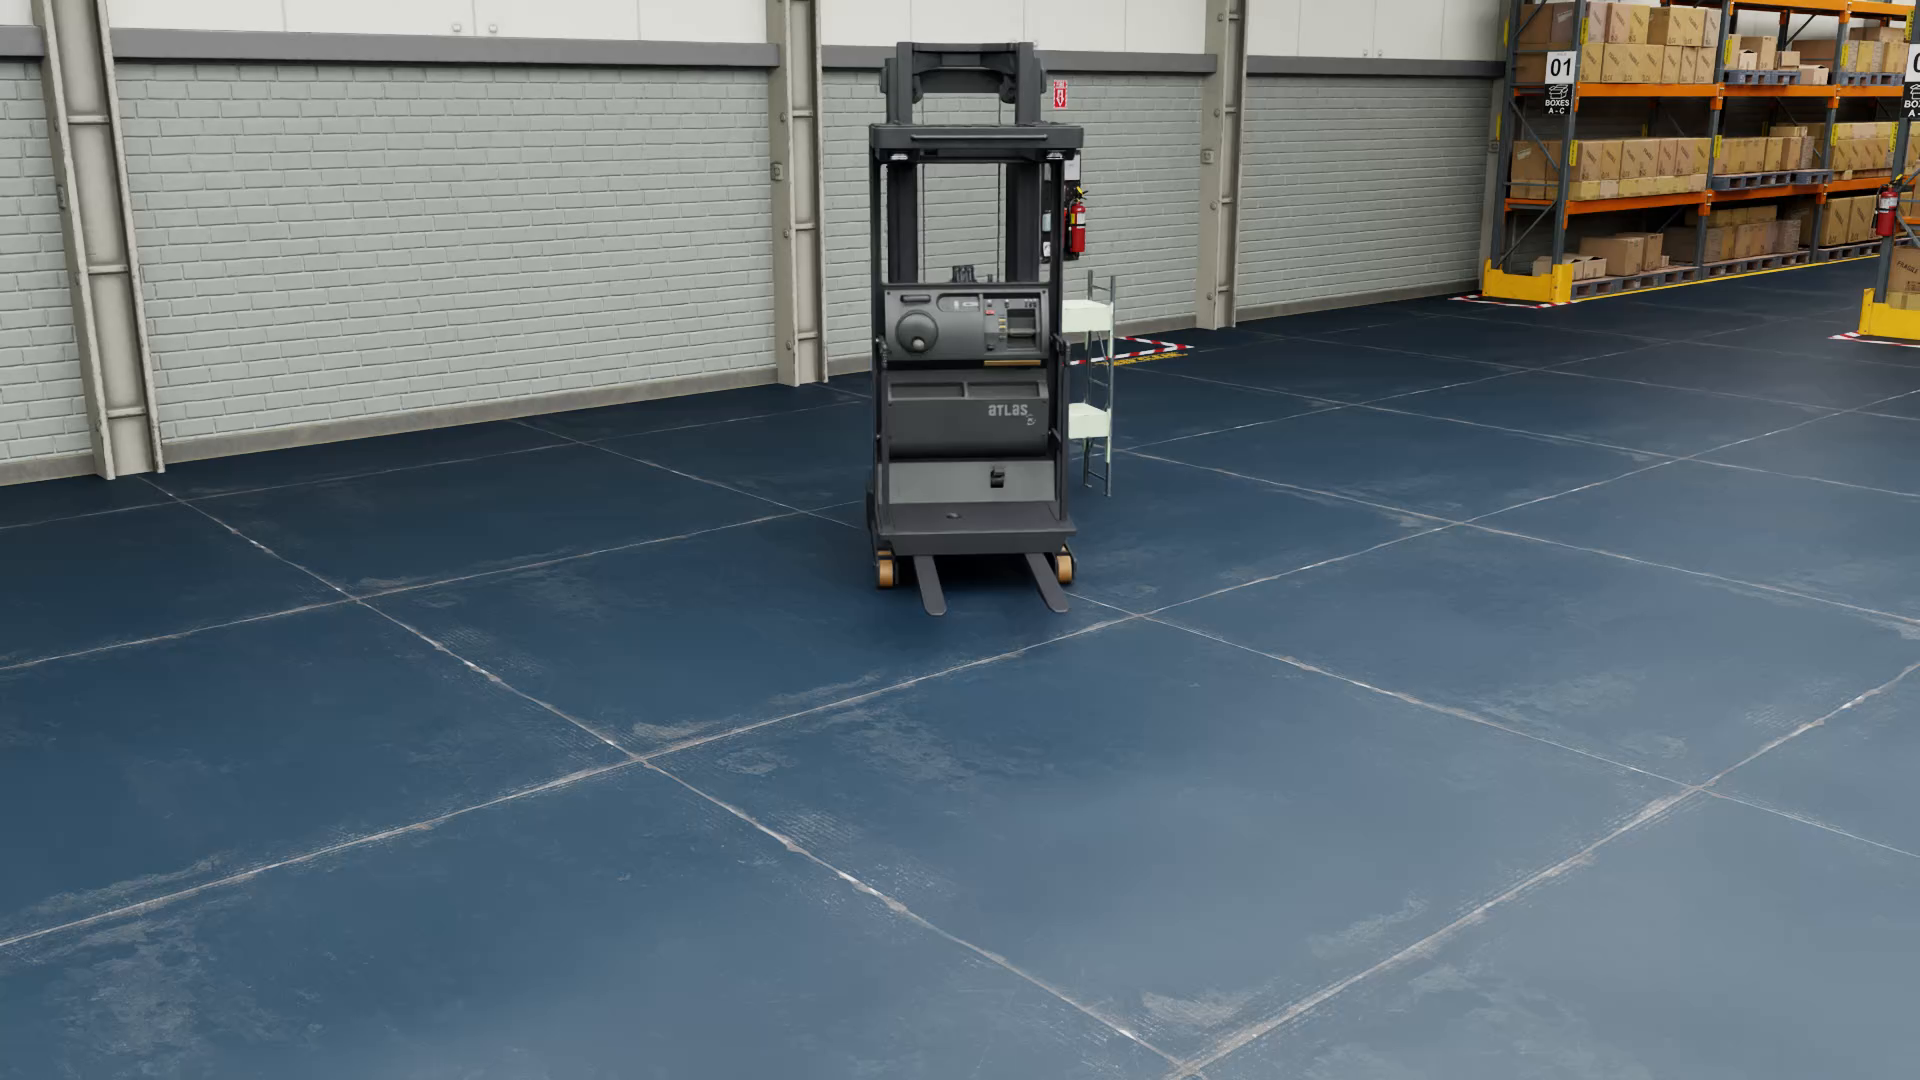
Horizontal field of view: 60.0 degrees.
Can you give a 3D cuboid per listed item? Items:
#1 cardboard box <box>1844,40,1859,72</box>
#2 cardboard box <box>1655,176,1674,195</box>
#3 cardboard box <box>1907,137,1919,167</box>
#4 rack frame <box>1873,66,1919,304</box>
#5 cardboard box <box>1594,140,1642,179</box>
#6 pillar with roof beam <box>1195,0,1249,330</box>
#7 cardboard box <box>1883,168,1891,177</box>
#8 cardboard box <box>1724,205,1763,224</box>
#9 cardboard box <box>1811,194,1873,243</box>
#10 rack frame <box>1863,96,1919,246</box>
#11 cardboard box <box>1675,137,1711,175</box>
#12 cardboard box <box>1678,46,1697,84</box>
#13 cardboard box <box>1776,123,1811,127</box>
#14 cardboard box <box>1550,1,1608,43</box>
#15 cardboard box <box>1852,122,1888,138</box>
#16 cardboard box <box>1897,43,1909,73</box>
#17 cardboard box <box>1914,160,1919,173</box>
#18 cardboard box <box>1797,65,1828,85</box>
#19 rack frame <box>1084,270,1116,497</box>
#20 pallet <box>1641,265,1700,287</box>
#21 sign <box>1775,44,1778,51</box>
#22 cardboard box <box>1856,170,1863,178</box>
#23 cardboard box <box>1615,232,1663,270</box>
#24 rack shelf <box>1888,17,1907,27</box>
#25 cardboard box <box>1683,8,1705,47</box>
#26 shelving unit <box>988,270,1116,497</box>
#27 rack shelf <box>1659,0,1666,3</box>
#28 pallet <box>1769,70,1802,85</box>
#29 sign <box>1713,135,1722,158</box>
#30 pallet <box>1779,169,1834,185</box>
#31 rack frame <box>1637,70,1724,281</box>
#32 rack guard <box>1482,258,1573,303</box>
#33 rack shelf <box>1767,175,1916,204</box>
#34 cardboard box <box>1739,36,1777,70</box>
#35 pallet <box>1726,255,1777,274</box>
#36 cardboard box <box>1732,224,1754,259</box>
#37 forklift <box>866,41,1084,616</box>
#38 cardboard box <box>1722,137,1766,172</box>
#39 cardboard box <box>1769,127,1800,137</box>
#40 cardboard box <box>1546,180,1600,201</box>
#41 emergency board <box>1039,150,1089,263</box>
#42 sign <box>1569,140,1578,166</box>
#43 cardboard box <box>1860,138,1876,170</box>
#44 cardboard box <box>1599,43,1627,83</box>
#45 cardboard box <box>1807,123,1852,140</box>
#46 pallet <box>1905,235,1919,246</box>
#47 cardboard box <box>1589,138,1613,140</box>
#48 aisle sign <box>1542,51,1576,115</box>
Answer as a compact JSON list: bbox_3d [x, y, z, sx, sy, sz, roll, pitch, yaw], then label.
[{"bbox_3d":[14.314,-7.963,27.388,0.500,0.500,0.700,-14,20,-42],"label":"cardboard box"},{"bbox_3d":[9.694,-5.009,23.440,0.500,0.250,0.500,-13,20,-40],"label":"cardboard box"},{"bbox_3d":[16.455,-6.811,29.128,0.500,0.500,0.500,-13,20,-40],"label":"cardboard box"},{"bbox_3d":[10.840,-3.740,18.440,0.127,3.000,1.000,-13,19,-39],"label":"rack frame"},{"bbox_3d":[8.916,-5.194,22.681,0.500,0.500,0.500,-13,20,-41],"label":"cardboard box"},{"bbox_3d":[5.845,-6.035,15.405,0.400,9.000,9.100,-13,19,-39],"label":"pillar with roof beam"},{"bbox_3d":[15.780,-6.346,28.642,0.250,0.149,0.380,-13,19,-39],"label":"cardboard box"},{"bbox_3d":[12.256,-5.122,26.150,0.500,0.250,0.500,-13,20,-40],"label":"cardboard box"},{"bbox_3d":[14.926,-5.470,28.266,0.750,0.750,0.750,-13,20,-40],"label":"cardboard box"},{"bbox_3d":[16.638,-6.737,29.658,0.127,3.000,1.000,-13,19,-39],"label":"rack frame"},{"bbox_3d":[10.449,-5.541,23.979,0.500,0.500,0.500,-13,20,-39],"label":"cardboard box"},{"bbox_3d":[9.994,-6.672,23.370,0.500,0.500,0.500,14,20,42],"label":"cardboard box"},{"bbox_3d":[13.792,-6.750,27.447,0.500,0.250,0.500,-12,19,-38],"label":"cardboard box"},{"bbox_3d":[8.035,-6.712,21.584,0.500,0.500,0.500,14,21,43],"label":"cardboard box"},{"bbox_3d":[15.293,-6.914,28.061,0.500,0.250,0.500,-13,20,-40],"label":"cardboard box"},{"bbox_3d":[15.902,-8.319,28.723,0.500,0.500,0.700,-14,20,-42],"label":"cardboard box"},{"bbox_3d":[11.003,-4.204,18.724,0.250,0.149,0.380,-13,20,-40],"label":"cardboard box"},{"bbox_3d":[13.254,-7.300,26.090,0.500,0.311,0.500,-13,19,-39],"label":"cardboard box"},{"bbox_3d":[0.949,-1.068,11.339,0.023,1.500,0.400,-5,16,-19],"label":"rack frame"},{"bbox_3d":[10.119,-3.914,24.493,1.213,0.211,1.003,-13,19,-39],"label":"pallet"},{"bbox_3d":[13.262,-7.906,27.067,0.005,0.325,0.100,-13,19,-39],"label":"sign"},{"bbox_3d":[14.973,-6.182,28.028,0.250,0.149,0.380,-12,19,-39],"label":"cardboard box"},{"bbox_3d":[9.846,-4.203,24.163,0.500,0.500,0.500,14,21,43],"label":"cardboard box"},{"bbox_3d":[18.147,-9.433,30.297,4.000,0.370,1.077,-13,19,-39],"label":"rack shelf"},{"bbox_3d":[9.994,-7.139,23.180,0.500,0.500,0.500,-11,19,-36],"label":"cardboard box"},{"bbox_3d":[0.605,-1.035,11.218,0.755,1.500,0.431,-5,16,-19],"label":"shelving unit"},{"bbox_3d":[9.094,-7.592,22.635,4.000,0.370,1.077,-13,19,-39],"label":"rack shelf"},{"bbox_3d":[11.919,-7.000,25.196,1.003,0.211,1.213,-13,19,-39],"label":"pallet"},{"bbox_3d":[10.965,-5.695,24.082,0.005,0.325,0.100,-13,19,-39],"label":"sign"},{"bbox_3d":[13.153,-5.825,26.617,1.003,0.211,1.213,-13,19,-39],"label":"pallet"},{"bbox_3d":[10.603,-5.382,24.585,0.127,3.000,1.000,-13,19,-39],"label":"rack frame"},{"bbox_3d":[7.643,-3.509,22.419,0.348,0.500,1.175,-13,19,-39],"label":"rack guard"},{"bbox_3d":[15.129,-6.050,28.483,4.000,0.370,1.077,-13,19,-39],"label":"rack shelf"},{"bbox_3d":[11.998,-7.368,25.201,0.500,0.500,0.500,-14,20,-41],"label":"cardboard box"},{"bbox_3d":[12.110,-4.374,26.217,1.213,0.211,1.003,-13,19,-39],"label":"pallet"},{"bbox_3d":[11.915,-4.690,25.988,0.500,0.500,0.700,-12,19,-39],"label":"cardboard box"},{"bbox_3d":[0.060,-1.235,9.196,1.130,2.935,3.031,-1,15,-5],"label":"forklift"},{"bbox_3d":[11.912,-5.933,25.602,0.500,0.500,0.700,-10,18,-32],"label":"cardboard box"},{"bbox_3d":[13.147,-6.512,26.513,0.380,0.149,0.250,12,19,38],"label":"cardboard box"},{"bbox_3d":[8.162,-4.662,22.143,0.500,0.250,0.500,-13,20,-41],"label":"cardboard box"},{"bbox_3d":[1.130,-3.563,17.778,0.643,1.169,0.194,-13,19,-39],"label":"emergency board"},{"bbox_3d":[7.942,-5.017,21.541,0.005,0.325,0.100,-13,19,-39],"label":"sign"},{"bbox_3d":[14.931,-6.464,27.828,0.500,0.500,0.500,-13,20,-40],"label":"cardboard box"},{"bbox_3d":[8.430,-6.303,21.990,0.500,0.500,0.500,-11,19,-36],"label":"cardboard box"},{"bbox_3d":[14.154,-6.655,27.089,0.500,0.250,0.500,-12,19,-38],"label":"cardboard box"},{"bbox_3d":[17.263,-5.503,30.443,1.213,0.211,1.003,-13,19,-39],"label":"pallet"},{"bbox_3d":[8.955,-5.382,23.384,0.500,0.500,0.500,-12,19,-39],"label":"cardboard box"},{"bbox_3d":[7.728,-5.889,21.448,0.004,0.787,0.394,-13,19,-39],"label":"aisle sign"}]
